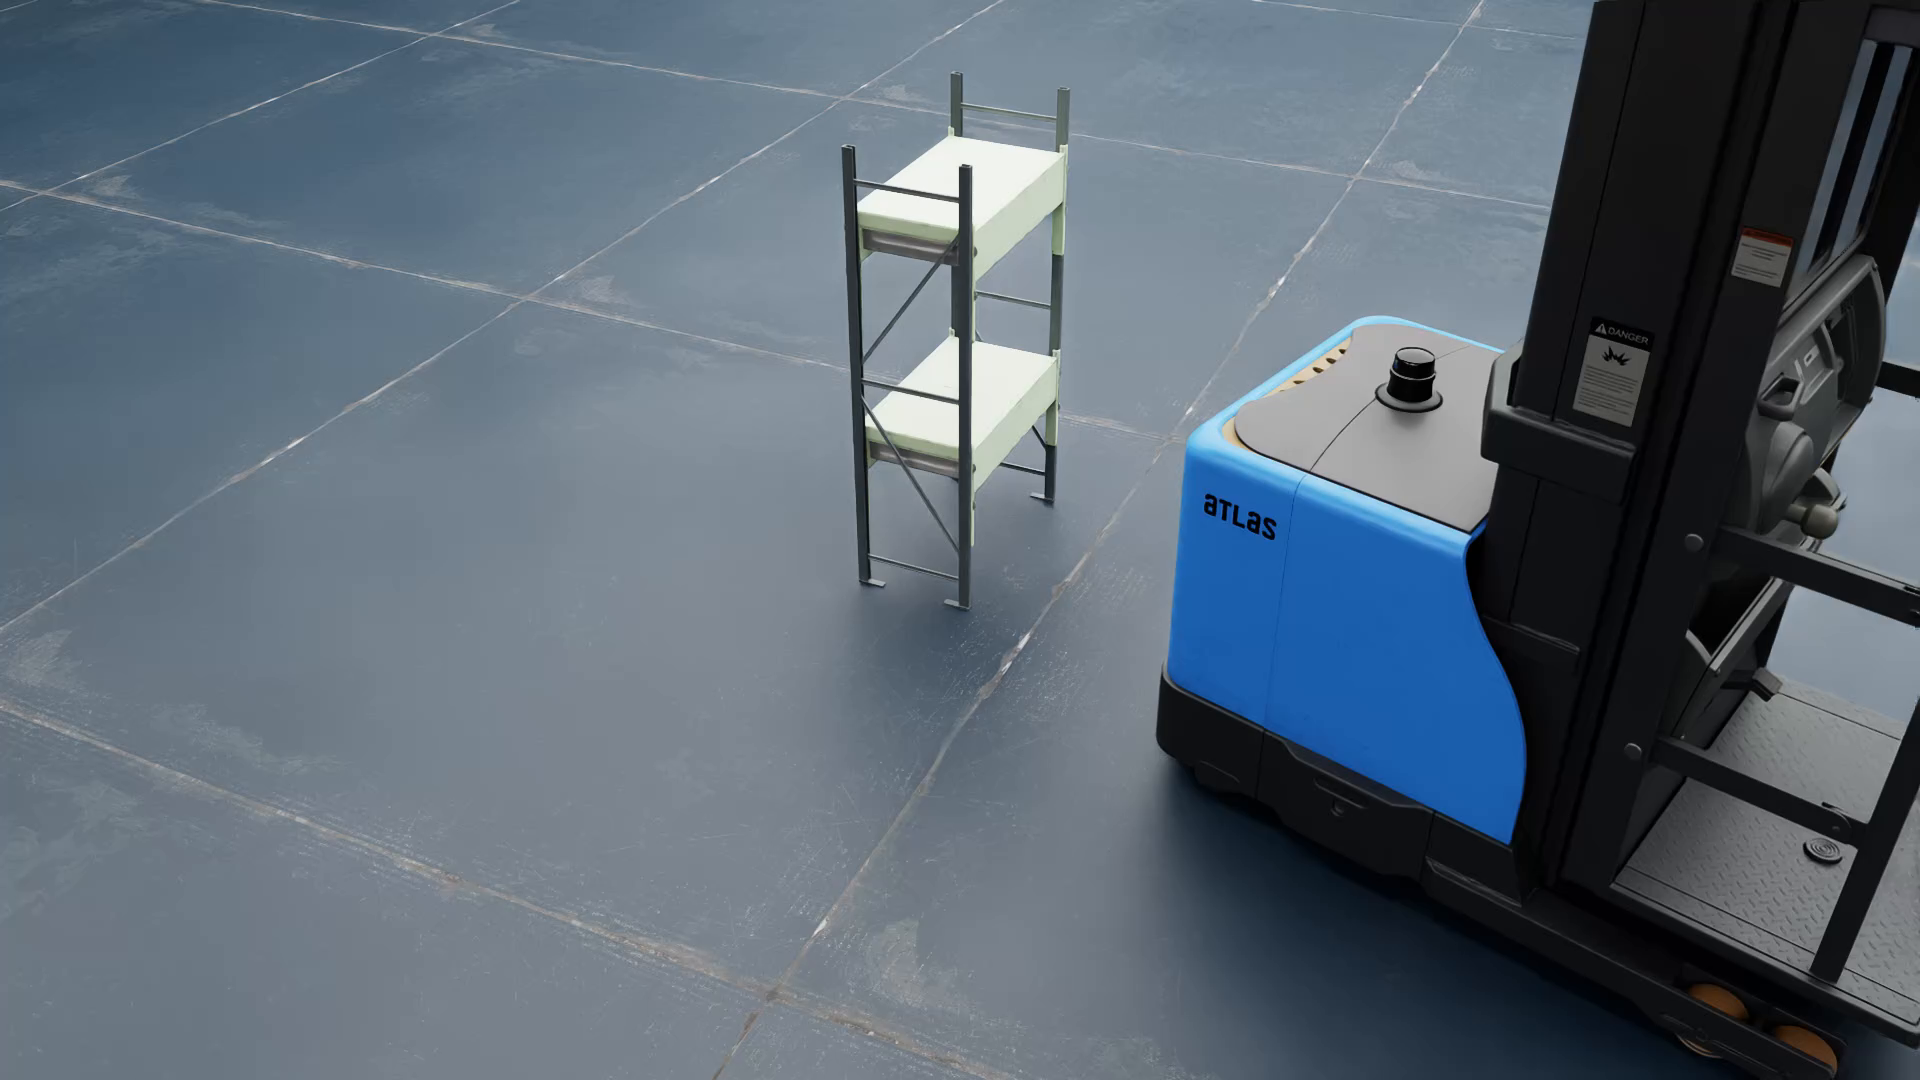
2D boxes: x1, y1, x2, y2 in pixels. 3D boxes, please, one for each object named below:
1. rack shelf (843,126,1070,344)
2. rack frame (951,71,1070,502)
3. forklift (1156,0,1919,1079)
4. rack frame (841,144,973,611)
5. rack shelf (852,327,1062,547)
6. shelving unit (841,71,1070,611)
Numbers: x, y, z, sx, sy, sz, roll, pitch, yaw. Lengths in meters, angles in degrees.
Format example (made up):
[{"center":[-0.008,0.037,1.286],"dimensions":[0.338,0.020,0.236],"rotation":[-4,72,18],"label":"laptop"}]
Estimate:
[{"center":[0.003,-0.957,5.130],"dimensions":[0.431,0.370,0.720],"rotation":[14,36,20],"label":"rack shelf"},{"center":[0.156,-0.813,5.622],"dimensions":[0.400,1.500,0.023],"rotation":[14,36,20],"label":"rack frame"},{"center":[2.012,-0.275,3.497],"dimensions":[3.031,2.935,1.130],"rotation":[25,41,33],"label":"forklift"},{"center":[-0.150,-0.448,5.066],"dimensions":[0.400,1.500,0.023],"rotation":[14,36,20],"label":"rack frame"},{"center":[0.003,-0.358,5.523],"dimensions":[0.431,0.370,0.720],"rotation":[14,36,20],"label":"rack shelf"},{"center":[0.003,-0.631,5.344],"dimensions":[0.431,1.500,0.755],"rotation":[14,36,20],"label":"shelving unit"}]
